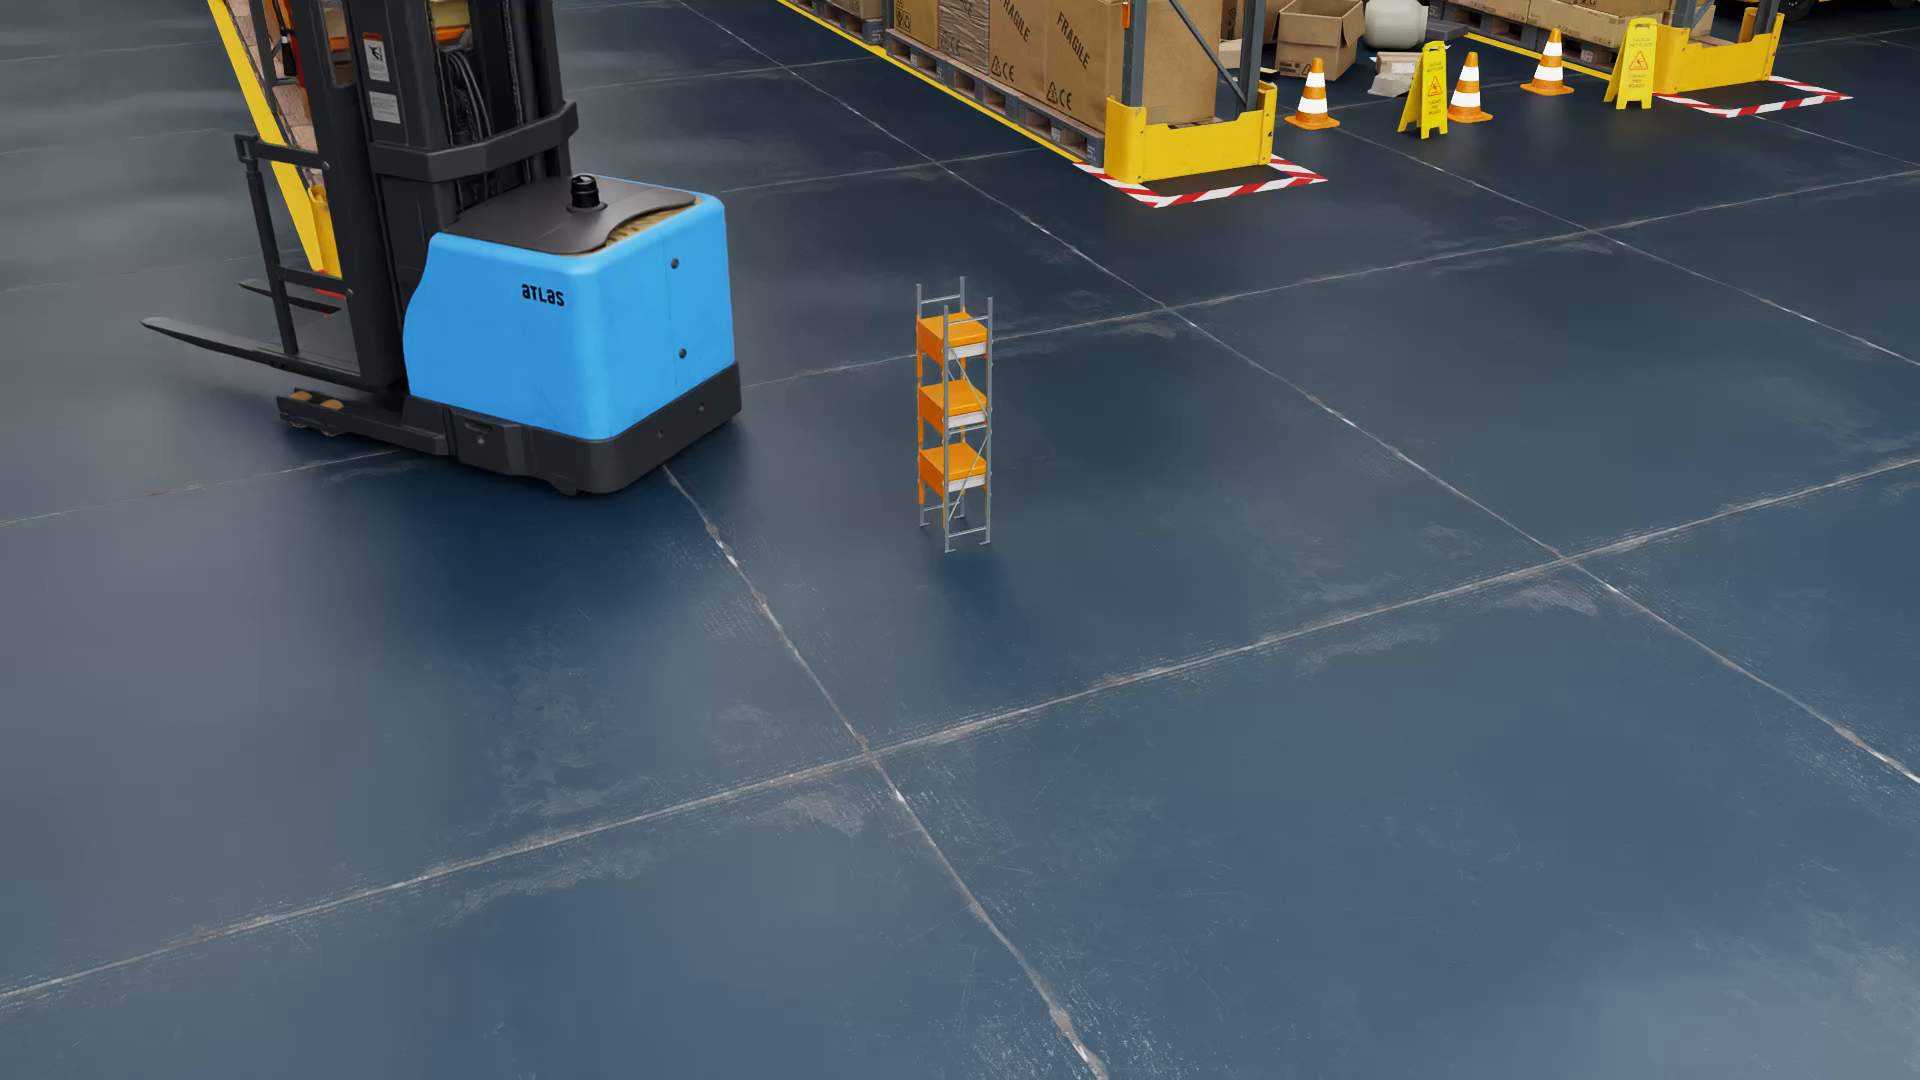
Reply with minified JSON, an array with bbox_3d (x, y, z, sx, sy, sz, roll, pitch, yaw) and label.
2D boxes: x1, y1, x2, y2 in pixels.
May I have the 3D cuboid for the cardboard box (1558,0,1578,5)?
[{"bbox_3d":[5.153,-4.768,13.801,0.500,0.500,0.500,-12,31,-20],"label":"cardboard box"}]

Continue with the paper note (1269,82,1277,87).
[{"bbox_3d":[2.410,-3.579,13.103,0.144,0.017,0.142,-3,29,-5],"label":"paper note"}]

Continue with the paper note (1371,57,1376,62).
[{"bbox_3d":[3.527,-4.034,13.925,0.148,0.019,0.142,-3,29,-5],"label":"paper note"}]

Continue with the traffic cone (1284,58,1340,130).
[{"bbox_3d":[2.587,-3.270,12.109,0.336,0.463,0.334,-13,32,-22],"label":"traffic cone"}]

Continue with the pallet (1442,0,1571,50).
[{"bbox_3d":[5.090,-4.650,14.827,1.003,0.211,1.213,-13,32,-22],"label":"pallet"}]

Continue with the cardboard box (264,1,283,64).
[{"bbox_3d":[-4.952,-3.992,12.908,0.700,0.500,0.500,-16,33,-26],"label":"cardboard box"}]

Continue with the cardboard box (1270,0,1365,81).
[{"bbox_3d":[2.919,-4.084,13.518,0.637,0.503,0.797,13,32,21],"label":"cardboard box"}]

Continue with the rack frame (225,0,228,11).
[{"bbox_3d":[-6.425,-6.381,15.063,1.000,3.000,0.127,-13,32,-22],"label":"rack frame"}]

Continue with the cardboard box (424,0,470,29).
[{"bbox_3d":[-2.898,-2.914,9.136,0.380,0.149,0.250,-13,32,-22],"label":"cardboard box"}]

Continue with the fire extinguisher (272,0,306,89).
[{"bbox_3d":[-3.358,-2.666,8.517,0.296,0.674,0.183,-13,32,-22],"label":"fire extinguisher"}]

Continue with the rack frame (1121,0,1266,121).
[{"bbox_3d":[1.532,-3.844,10.539,1.000,3.000,0.127,-13,32,-22],"label":"rack frame"}]

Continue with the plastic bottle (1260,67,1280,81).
[{"bbox_3d":[2.426,-3.764,13.399,0.283,0.061,0.133,26,38,38],"label":"plastic bottle"}]

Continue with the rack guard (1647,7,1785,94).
[{"bbox_3d":[5.927,-3.871,13.143,1.175,0.500,0.348,-13,32,-22],"label":"rack guard"}]

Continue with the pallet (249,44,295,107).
[{"bbox_3d":[-5.044,-3.742,13.207,1.003,0.211,1.213,-13,32,-22],"label":"pallet"}]

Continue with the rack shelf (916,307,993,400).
[{"bbox_3d":[-0.023,-0.720,6.402,0.215,0.259,0.240,-13,32,-22],"label":"rack shelf"}]

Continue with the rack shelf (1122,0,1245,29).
[{"bbox_3d":[0.673,-4.414,12.290,1.077,0.370,4.000,-13,32,-22],"label":"rack shelf"}]

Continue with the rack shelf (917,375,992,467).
[{"bbox_3d":[-0.023,-0.472,6.541,0.215,0.259,0.240,-13,32,-22],"label":"rack shelf"}]

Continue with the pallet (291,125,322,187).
[{"bbox_3d":[-3.860,-2.569,11.116,1.003,0.211,1.213,-13,32,-22],"label":"pallet"}]

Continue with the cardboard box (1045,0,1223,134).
[{"bbox_3d":[1.181,-3.386,11.465,0.875,0.875,0.875,-13,32,-22],"label":"cardboard box"}]

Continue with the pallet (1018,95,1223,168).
[{"bbox_3d":[1.118,-2.965,11.821,1.003,0.211,1.213,-13,32,-22],"label":"pallet"}]

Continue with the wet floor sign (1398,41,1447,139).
[{"bbox_3d":[3.333,-3.220,11.833,0.267,0.644,0.232,-19,35,-30],"label":"wet floor sign"}]

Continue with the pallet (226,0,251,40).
[{"bbox_3d":[-6.091,-4.819,15.129,1.003,0.211,1.213,-13,32,-22],"label":"pallet"}]

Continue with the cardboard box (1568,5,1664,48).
[{"bbox_3d":[5.359,-4.223,13.596,0.500,0.250,0.500,-13,32,-22],"label":"cardboard box"}]

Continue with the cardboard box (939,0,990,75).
[{"bbox_3d":[0.412,-4.178,12.876,0.875,0.875,0.875,-13,32,-22],"label":"cardboard box"}]

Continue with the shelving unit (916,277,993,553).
[{"bbox_3d":[-0.023,-0.482,6.535,0.215,1.050,0.252,-13,32,-22],"label":"shelving unit"}]

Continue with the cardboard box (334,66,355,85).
[{"bbox_3d":[-3.783,-2.757,10.726,0.500,0.500,0.500,-10,31,-17],"label":"cardboard box"}]

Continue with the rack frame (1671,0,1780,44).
[{"bbox_3d":[5.959,-4.928,12.472,1.000,3.000,0.127,-13,32,-22],"label":"rack frame"}]

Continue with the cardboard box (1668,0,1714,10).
[{"bbox_3d":[5.852,-4.664,13.616,0.500,0.500,0.500,-14,32,-24],"label":"cardboard box"}]

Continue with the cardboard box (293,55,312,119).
[{"bbox_3d":[-4.320,-3.271,11.642,0.500,0.500,0.500,-3,29,-6],"label":"cardboard box"}]

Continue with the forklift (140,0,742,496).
[{"bbox_3d":[-2.556,-1.962,7.253,3.031,2.935,1.130,14,32,24],"label":"forklift"}]

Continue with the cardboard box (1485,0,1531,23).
[{"bbox_3d":[4.924,-4.673,14.399,0.500,0.250,0.500,-14,32,-24],"label":"cardboard box"}]

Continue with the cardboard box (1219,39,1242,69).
[{"bbox_3d":[2.216,-4.046,13.694,0.396,0.266,0.258,-8,30,-13],"label":"cardboard box"}]

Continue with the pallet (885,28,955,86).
[{"bbox_3d":[0.071,-4.043,13.743,1.003,0.211,1.213,-13,32,-22],"label":"pallet"}]

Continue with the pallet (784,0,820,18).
[{"bbox_3d":[-1.112,-5.260,15.914,1.003,0.211,1.213,-13,32,-22],"label":"pallet"}]

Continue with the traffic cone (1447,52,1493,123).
[{"bbox_3d":[3.753,-3.357,12.264,0.336,0.463,0.334,-13,32,-22],"label":"traffic cone"}]

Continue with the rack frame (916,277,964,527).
[{"bbox_3d":[-0.075,-0.535,6.631,0.200,1.050,0.008,-13,32,-22],"label":"rack frame"}]

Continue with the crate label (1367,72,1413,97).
[{"bbox_3d":[3.360,-3.550,12.940,0.298,0.136,0.250,19,34,30],"label":"crate label"}]
